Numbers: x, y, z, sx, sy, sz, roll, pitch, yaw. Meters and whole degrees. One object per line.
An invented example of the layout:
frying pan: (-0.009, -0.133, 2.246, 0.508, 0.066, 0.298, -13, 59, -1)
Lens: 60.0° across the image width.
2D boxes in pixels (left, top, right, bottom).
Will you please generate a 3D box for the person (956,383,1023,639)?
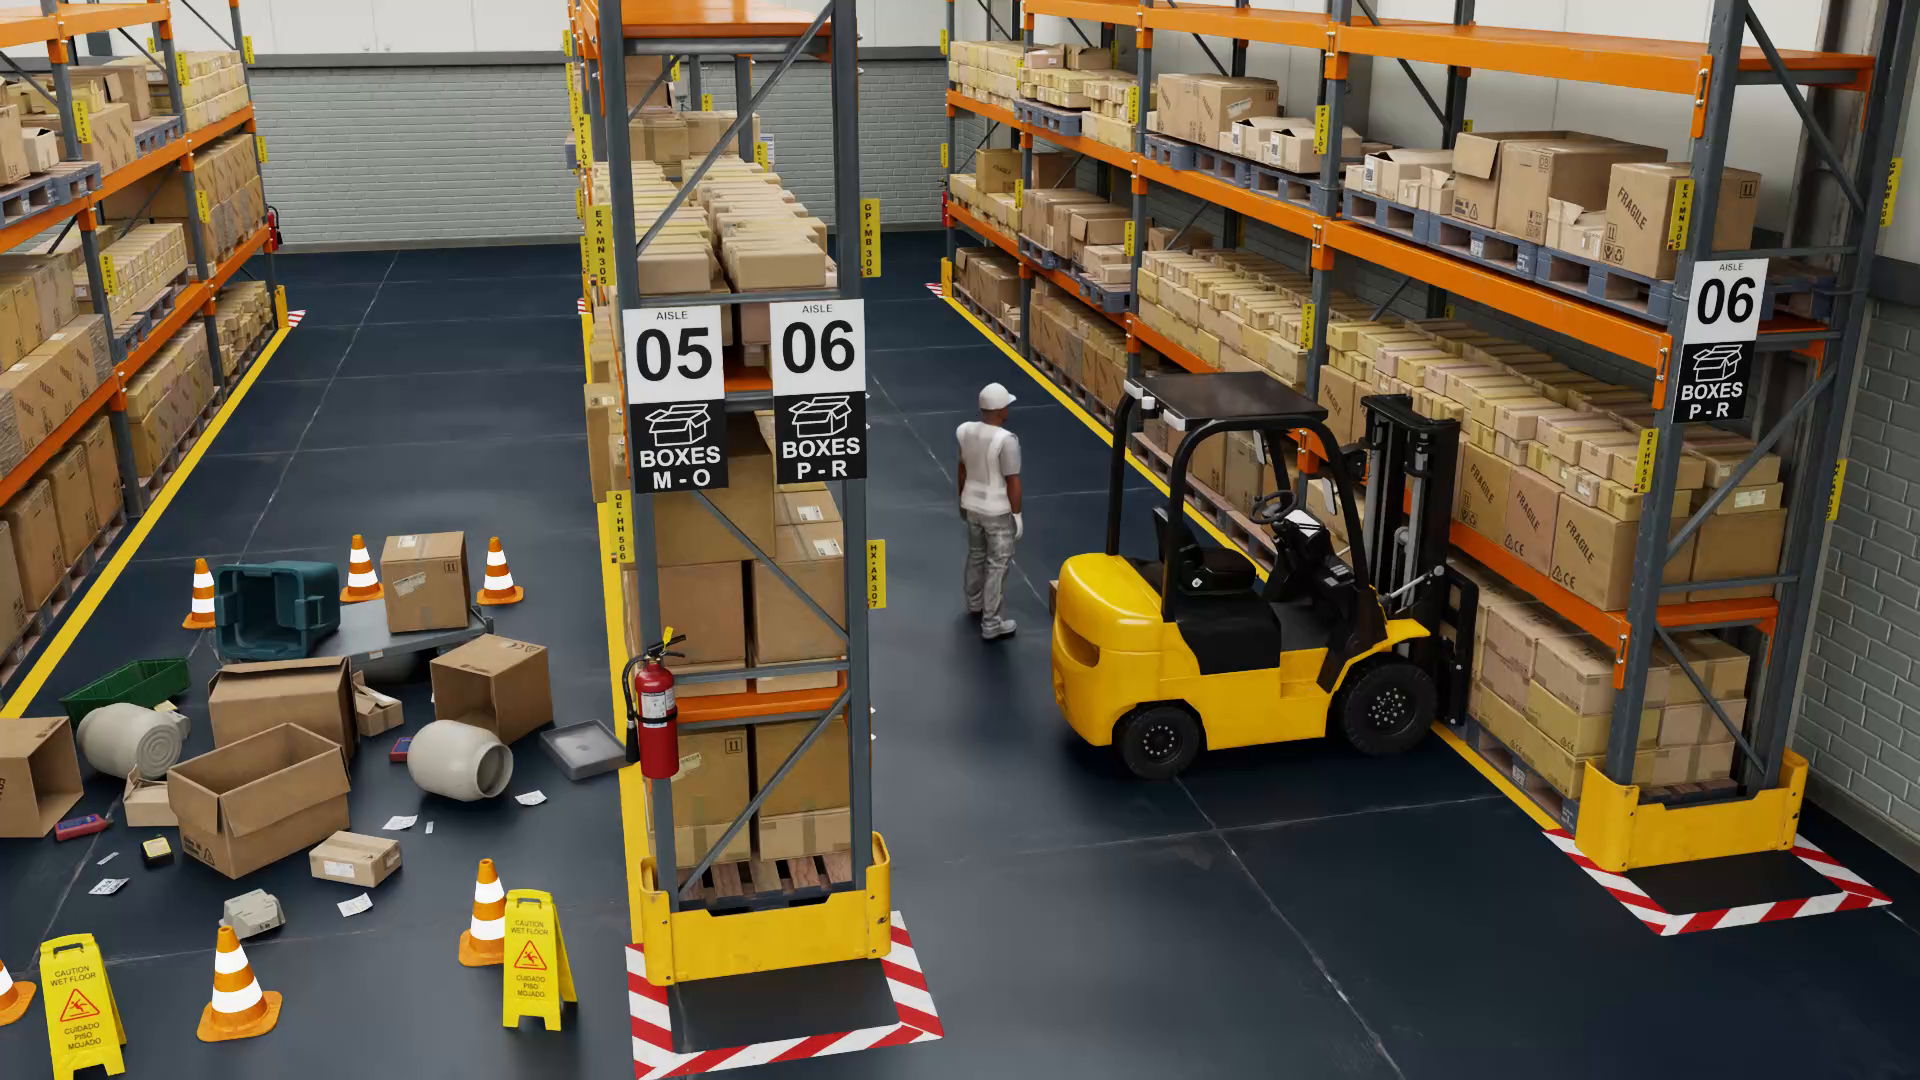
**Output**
person: (0.255, -0.249, 11.702, 0.579, 1.778, 0.663, -18, 26, -41)
